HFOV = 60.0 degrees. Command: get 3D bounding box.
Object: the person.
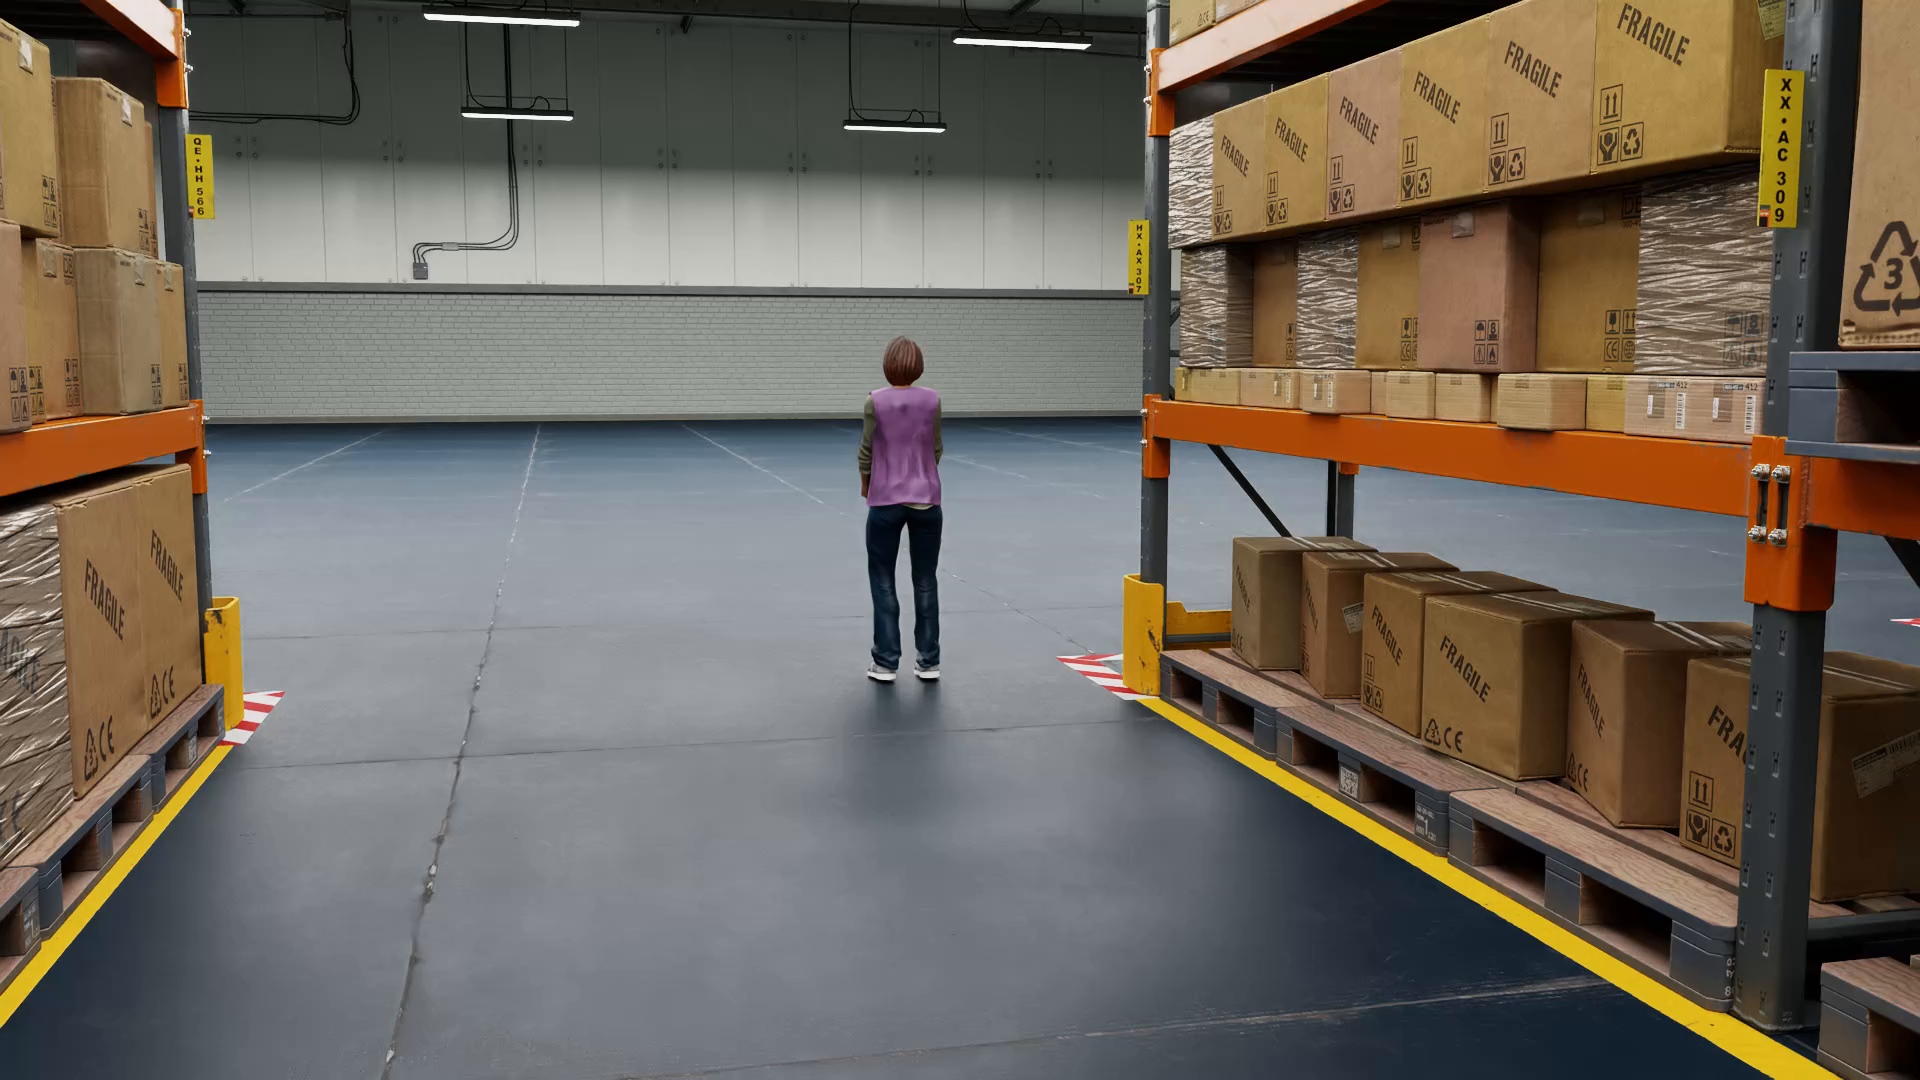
[{"bbox_3d":[-0.278,-0.150,7.750,0.404,1.590,0.494,-1,6,-13],"label":"person"}]
